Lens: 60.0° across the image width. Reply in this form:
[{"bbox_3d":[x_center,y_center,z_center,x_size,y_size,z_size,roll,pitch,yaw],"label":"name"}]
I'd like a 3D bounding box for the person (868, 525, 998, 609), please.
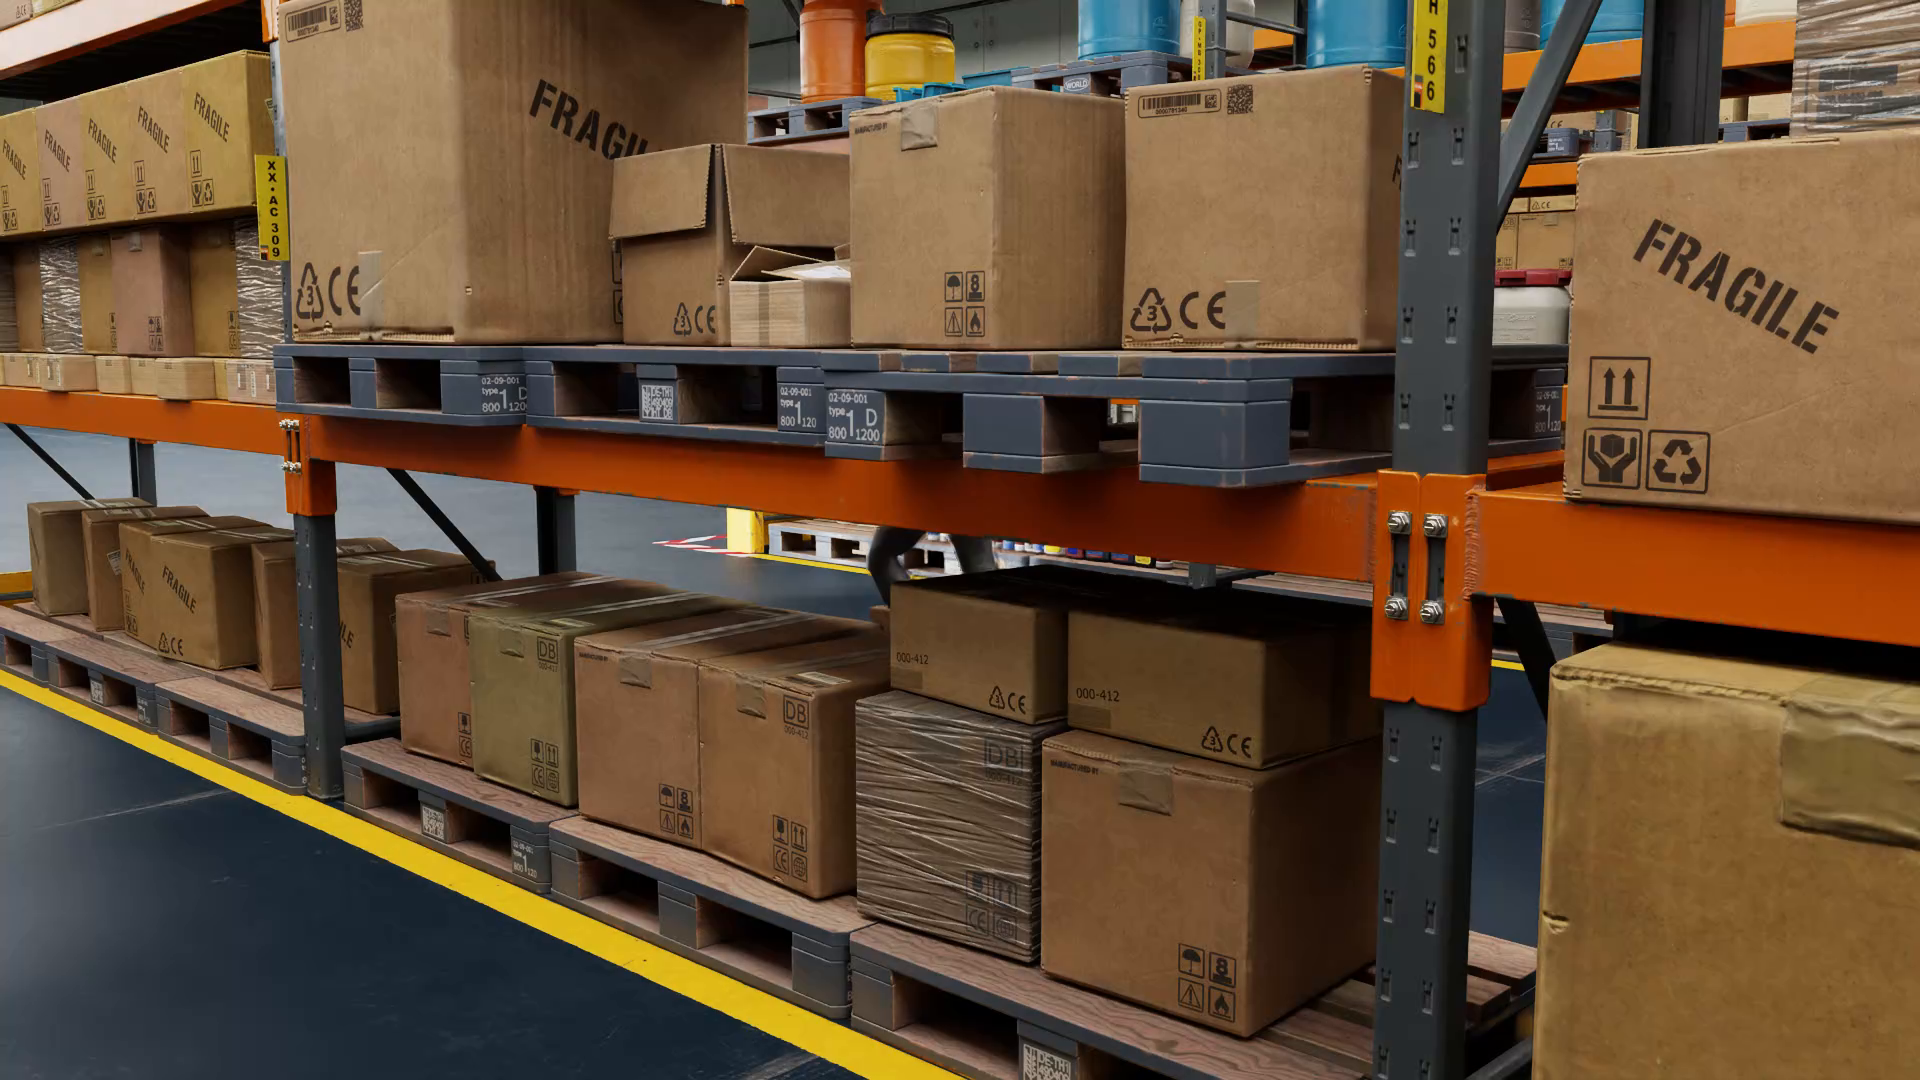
[{"bbox_3d":[-0.126,-0.201,7.619,0.571,1.573,0.916,-7,10,-42],"label":"person"}]
